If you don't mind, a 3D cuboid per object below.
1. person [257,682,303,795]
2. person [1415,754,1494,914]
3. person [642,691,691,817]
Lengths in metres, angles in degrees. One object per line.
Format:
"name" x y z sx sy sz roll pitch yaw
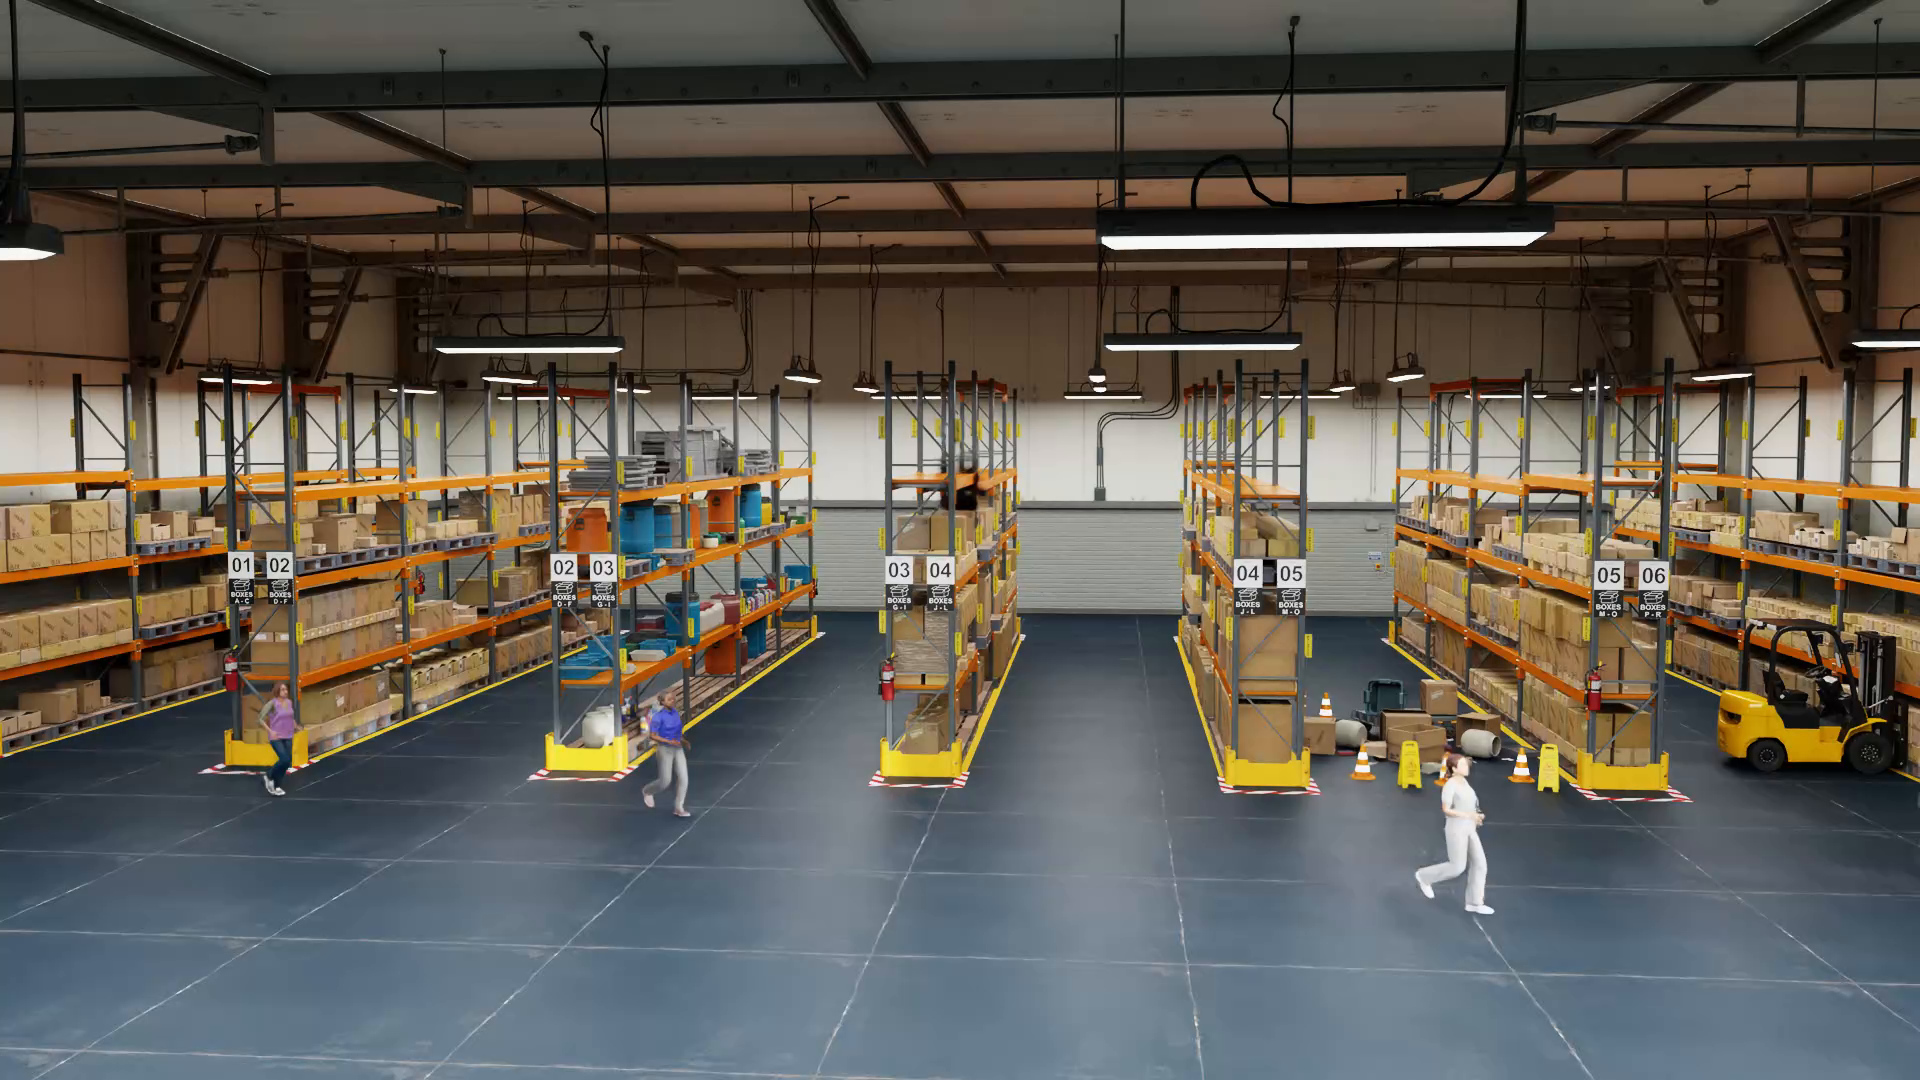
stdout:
"person" -9.268 2.721 22.747 0.521 1.555 0.518 2 4 26
"person" 5.190 3.039 17.357 0.833 1.637 0.576 3 5 42
"person" -3.777 2.813 21.641 0.705 1.528 0.585 3 5 37
